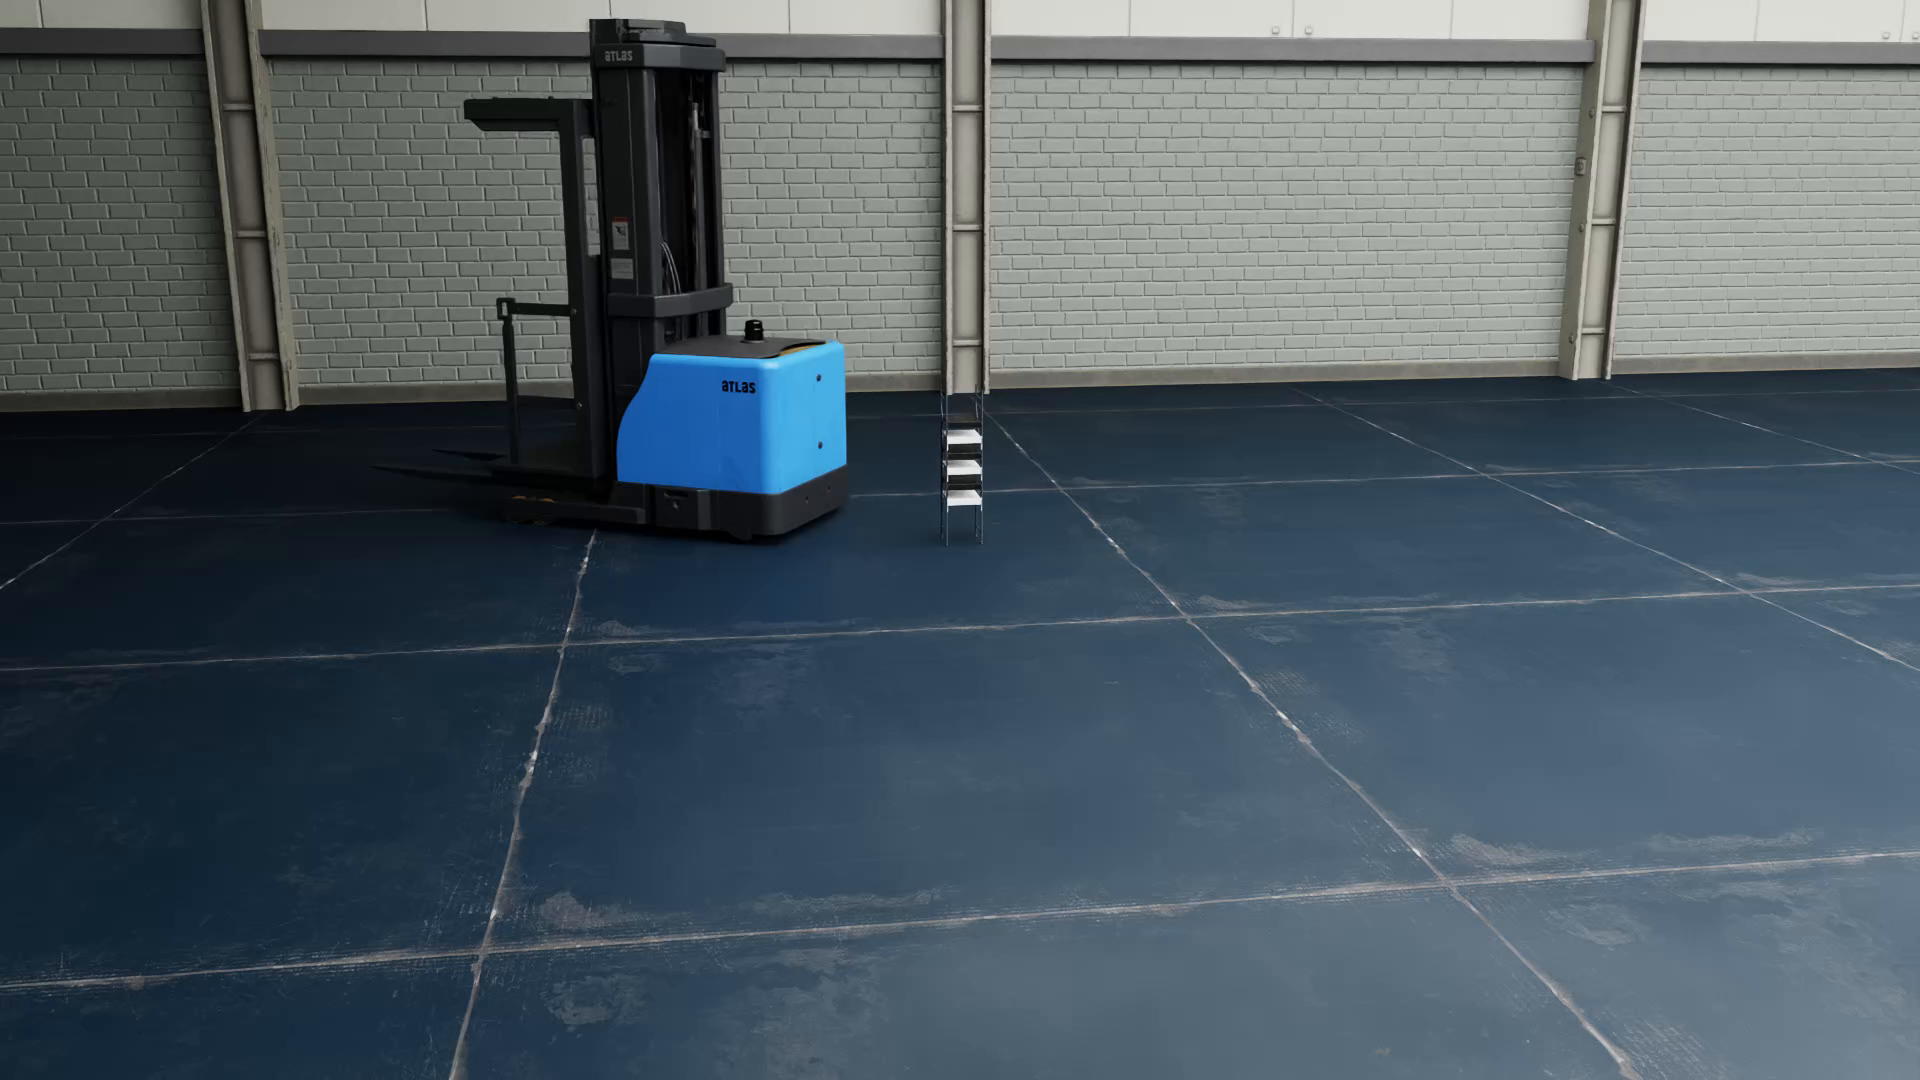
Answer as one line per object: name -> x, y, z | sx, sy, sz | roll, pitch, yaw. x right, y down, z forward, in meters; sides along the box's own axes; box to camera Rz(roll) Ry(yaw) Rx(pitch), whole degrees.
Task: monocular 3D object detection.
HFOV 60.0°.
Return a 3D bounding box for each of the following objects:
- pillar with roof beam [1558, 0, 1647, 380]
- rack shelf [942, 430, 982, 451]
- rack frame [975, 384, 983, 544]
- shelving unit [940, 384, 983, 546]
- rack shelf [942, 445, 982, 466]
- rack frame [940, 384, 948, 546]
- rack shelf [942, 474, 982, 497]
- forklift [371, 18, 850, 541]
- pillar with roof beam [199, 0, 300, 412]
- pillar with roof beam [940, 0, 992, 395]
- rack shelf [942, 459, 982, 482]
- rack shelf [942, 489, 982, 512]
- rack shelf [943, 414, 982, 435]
pillar with roof beam -> 6.623, -4.892, 10.731 | 0.400, 9.000, 9.100 | -2, 14, -8
rack shelf -> 0.008, -0.579, 9.578 | 0.200, 0.077, 0.258 | -2, 14, -8
rack frame -> 0.109, -0.440, 9.628 | 0.006, 0.900, 0.240 | -2, 14, -8
shelving unit -> 0.008, -0.437, 9.614 | 0.210, 0.900, 0.258 | -2, 14, -8
rack shelf -> 0.008, -0.492, 9.600 | 0.200, 0.077, 0.258 | -2, 14, -8
rack frame -> -0.093, -0.433, 9.599 | 0.006, 0.900, 0.240 | -2, 14, -8
rack shelf -> 0.008, -0.317, 9.644 | 0.200, 0.077, 0.258 | -2, 14, -8
forklift -> -2.260, -1.622, 10.165 | 3.031, 2.935, 1.130 | 5, 15, 21
pillar with roof beam -> -5.243, -4.458, 8.997 | 0.400, 9.000, 9.100 | -2, 14, -8
pillar with roof beam -> 0.690, -4.675, 9.864 | 0.400, 9.000, 9.100 | -2, 14, -8
rack shelf -> 0.008, -0.404, 9.622 | 0.200, 0.077, 0.258 | -2, 14, -8
rack shelf -> 0.008, -0.230, 9.665 | 0.200, 0.077, 0.258 | -2, 14, -8
rack shelf -> 0.008, -0.666, 9.556 | 0.200, 0.077, 0.258 | -2, 14, -8
